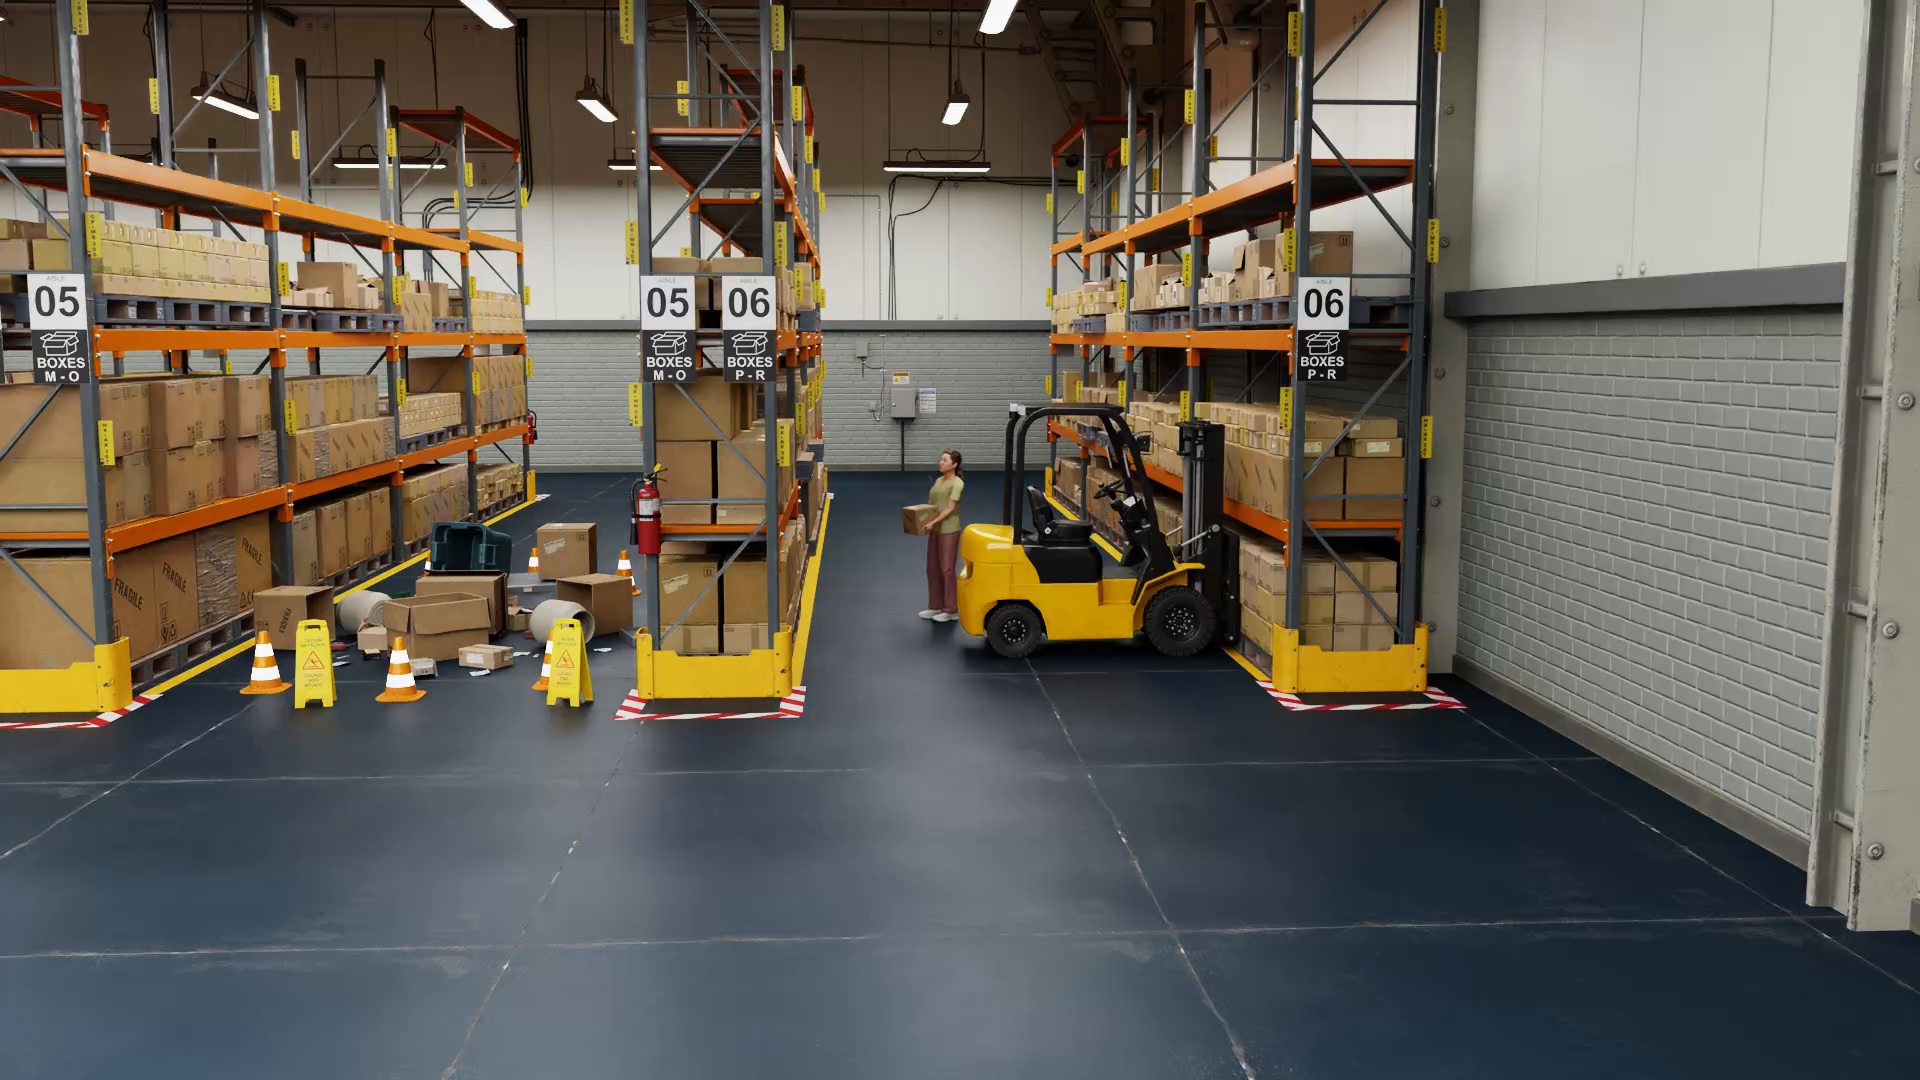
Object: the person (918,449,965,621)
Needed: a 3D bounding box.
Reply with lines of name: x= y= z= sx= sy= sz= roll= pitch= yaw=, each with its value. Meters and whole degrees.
person: x=-0.208 y=-0.045 z=16.178 sx=0.537 sy=1.661 sz=0.435 roll=-5 pitch=8 yaw=-33
